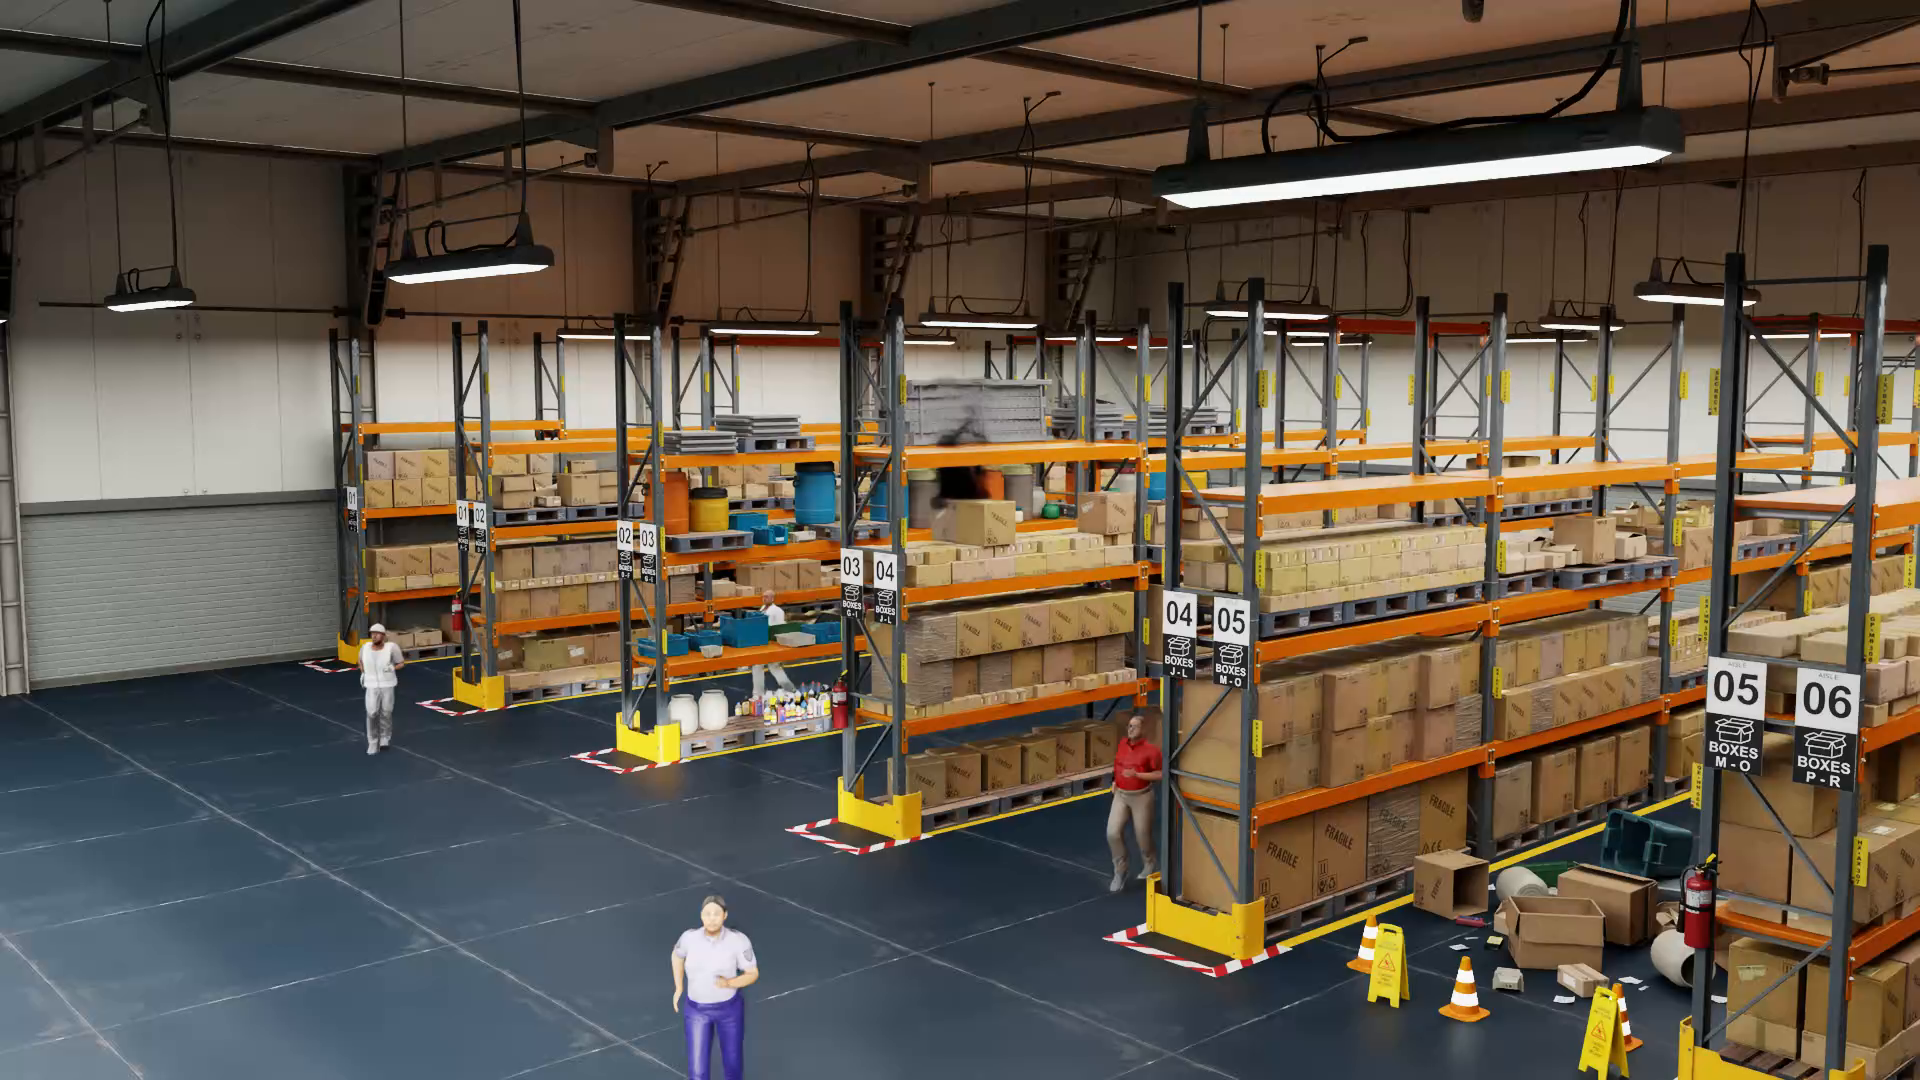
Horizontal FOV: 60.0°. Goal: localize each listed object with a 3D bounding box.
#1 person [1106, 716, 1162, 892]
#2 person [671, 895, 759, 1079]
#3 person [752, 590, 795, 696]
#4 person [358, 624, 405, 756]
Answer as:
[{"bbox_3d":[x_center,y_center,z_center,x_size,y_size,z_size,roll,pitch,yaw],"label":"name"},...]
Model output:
[{"bbox_3d":[1.749,2.665,16.770,0.638,1.797,0.727,4,7,33],"label":"person"},{"bbox_3d":[-1.664,3.217,11.275,0.603,1.642,0.921,0,6,-5],"label":"person"},{"bbox_3d":[-2.990,1.688,26.182,0.694,1.822,0.876,5,8,41],"label":"person"},{"bbox_3d":[-7.925,2.050,22.765,0.645,1.829,0.743,-1,6,-11],"label":"person"}]
